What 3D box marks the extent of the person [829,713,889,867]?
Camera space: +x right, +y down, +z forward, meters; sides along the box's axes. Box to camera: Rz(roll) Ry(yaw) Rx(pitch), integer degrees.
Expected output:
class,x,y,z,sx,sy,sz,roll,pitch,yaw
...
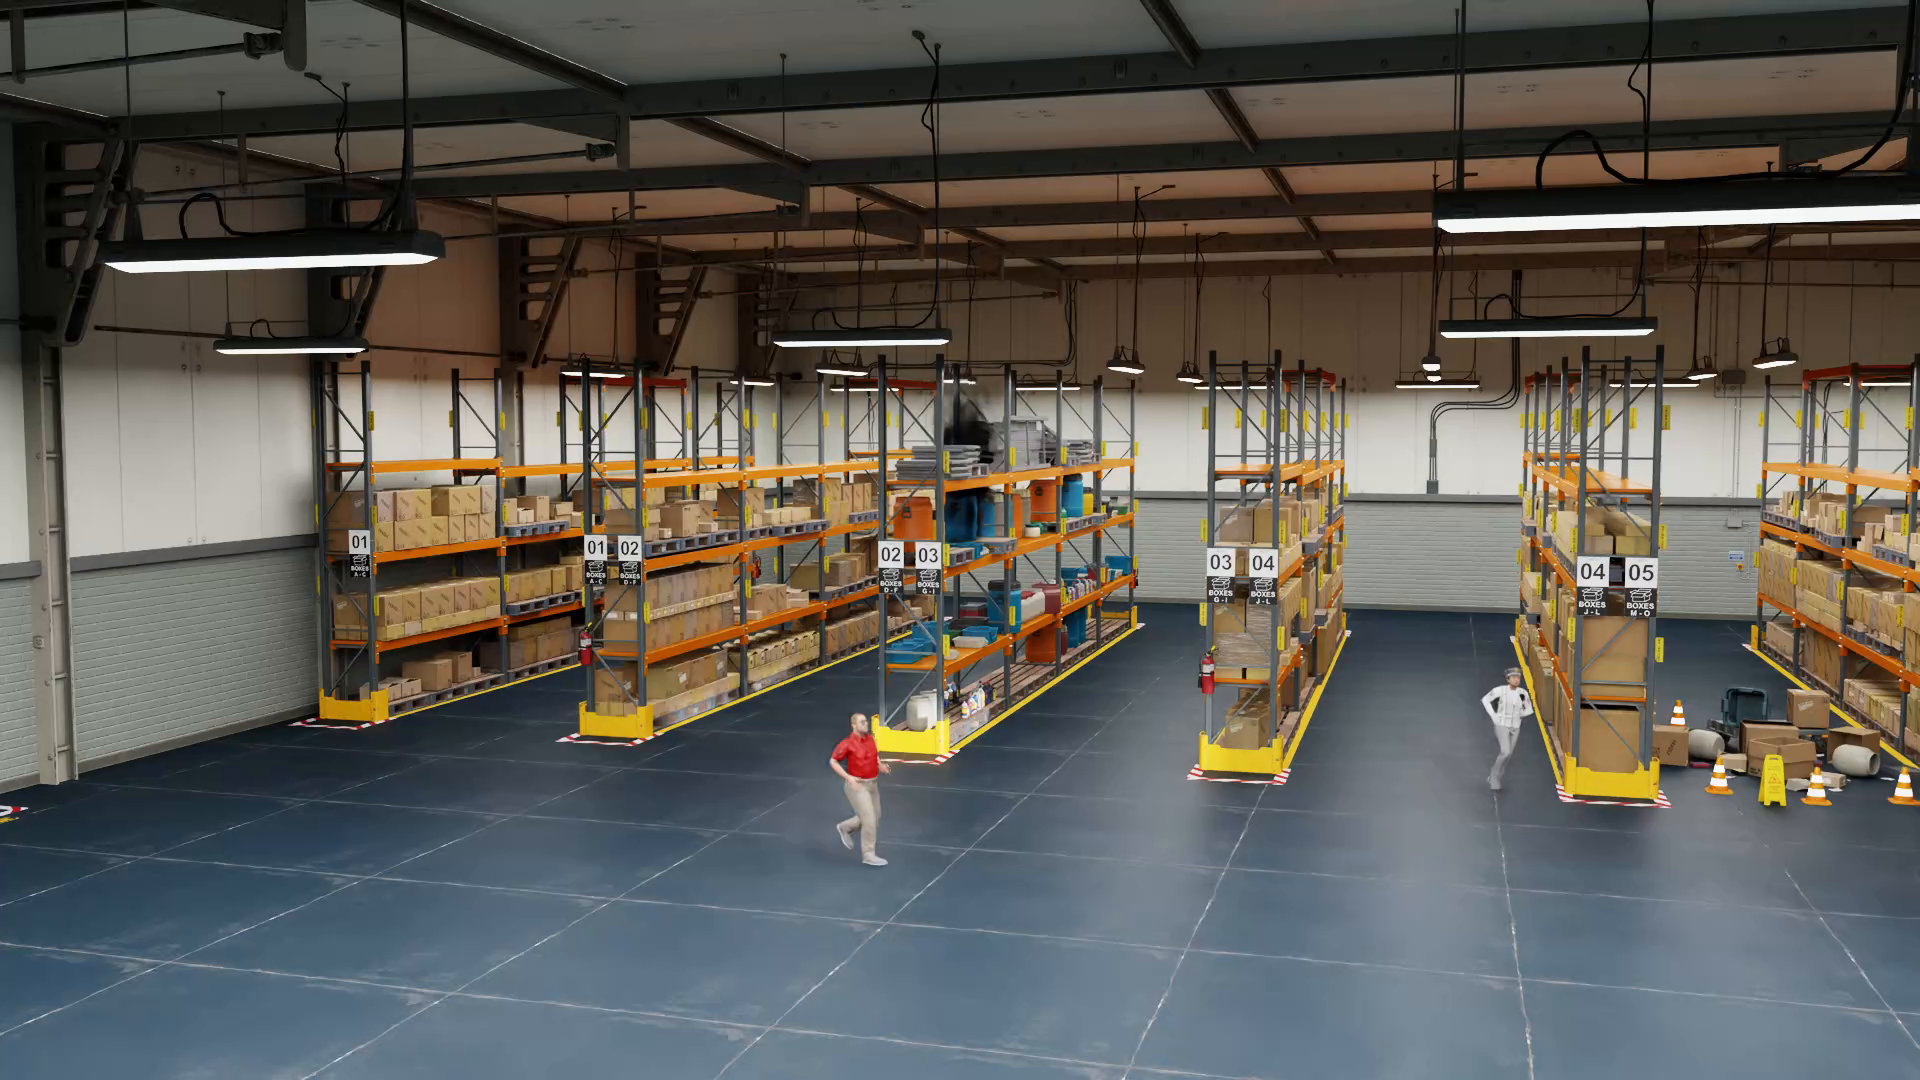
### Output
class,x,y,z,sx,sy,sz,roll,pitch,yaw
person,-1.144,2.808,18.874,0.830,1.688,0.675,3,5,37

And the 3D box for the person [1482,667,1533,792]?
class,x,y,z,sx,sy,sz,roll,pitch,yaw
person,7.473,2.561,22.613,0.609,1.692,0.593,-1,4,-8
